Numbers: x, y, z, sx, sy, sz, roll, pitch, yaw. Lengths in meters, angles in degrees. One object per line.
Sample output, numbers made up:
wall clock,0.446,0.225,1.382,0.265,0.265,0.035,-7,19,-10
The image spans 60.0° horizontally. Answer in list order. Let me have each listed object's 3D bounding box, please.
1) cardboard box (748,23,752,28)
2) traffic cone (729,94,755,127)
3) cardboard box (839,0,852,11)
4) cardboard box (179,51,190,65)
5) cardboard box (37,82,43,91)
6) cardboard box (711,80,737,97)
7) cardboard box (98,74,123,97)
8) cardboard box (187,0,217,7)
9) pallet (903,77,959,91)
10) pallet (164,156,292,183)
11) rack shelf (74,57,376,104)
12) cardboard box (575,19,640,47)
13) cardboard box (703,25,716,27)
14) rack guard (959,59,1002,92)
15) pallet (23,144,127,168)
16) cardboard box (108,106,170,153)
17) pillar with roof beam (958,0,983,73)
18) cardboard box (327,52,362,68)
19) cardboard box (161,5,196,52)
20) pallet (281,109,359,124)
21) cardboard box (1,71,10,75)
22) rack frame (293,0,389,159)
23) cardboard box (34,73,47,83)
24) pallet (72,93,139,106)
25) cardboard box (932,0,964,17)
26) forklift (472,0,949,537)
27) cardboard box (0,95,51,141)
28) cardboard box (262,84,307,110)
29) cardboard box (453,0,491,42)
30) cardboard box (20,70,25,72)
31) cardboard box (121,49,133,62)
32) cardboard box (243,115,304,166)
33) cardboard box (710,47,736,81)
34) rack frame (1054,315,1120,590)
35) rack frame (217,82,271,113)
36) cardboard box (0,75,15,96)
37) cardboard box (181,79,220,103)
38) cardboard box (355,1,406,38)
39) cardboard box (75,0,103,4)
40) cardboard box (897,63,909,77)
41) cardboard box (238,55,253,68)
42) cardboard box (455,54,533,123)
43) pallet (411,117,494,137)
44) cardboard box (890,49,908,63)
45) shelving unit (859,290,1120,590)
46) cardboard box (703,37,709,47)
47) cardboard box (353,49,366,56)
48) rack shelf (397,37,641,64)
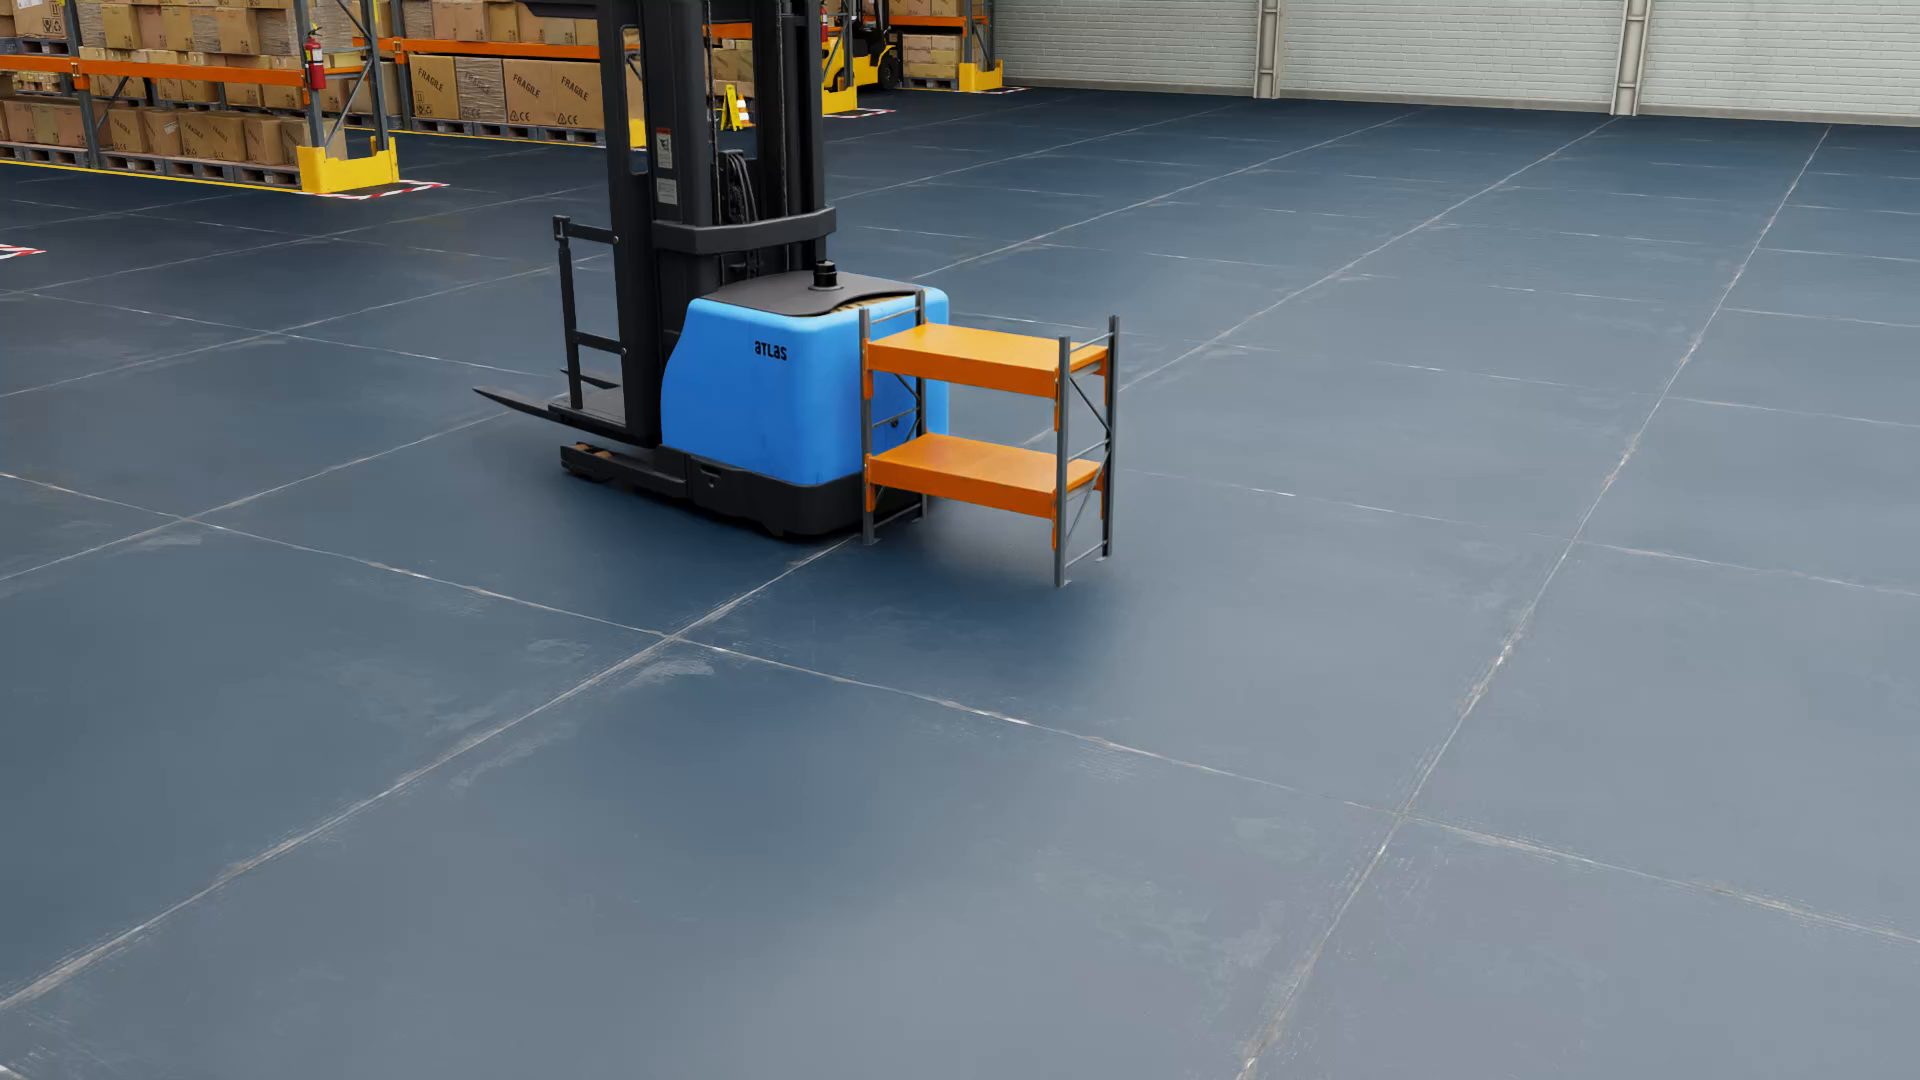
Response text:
cardboard box,-3.208,-8.359,26.878,0.250,0.149,0.380,11,23,28
traffic cone,-3.298,-6.494,25.090,0.334,0.463,0.336,11,23,27
cardboard box,-1.958,-10.260,31.604,0.500,0.500,0.500,11,22,27
cardboard box,-8.776,-5.584,19.230,0.250,0.149,0.380,11,23,27
cardboard box,-15.545,-7.781,28.481,0.250,0.149,0.380,12,23,29
cardboard box,-3.793,-7.519,27.612,0.500,0.250,0.500,10,22,25
cardboard box,-13.872,-7.625,27.535,0.500,0.500,0.500,12,23,30
cardboard box,-8.357,-6.276,18.720,0.500,0.500,0.500,11,23,27
pallet,-0.319,-8.669,31.453,1.213,0.211,1.003,11,23,27
pallet,-8.701,-4.487,19.925,1.213,0.211,1.003,11,23,27
rack shelf,-8.628,-5.431,19.492,4.000,0.370,1.077,11,23,27
cardboard box,-4.720,-7.015,22.584,0.550,0.550,0.875,11,23,27
cardboard box,-4.076,-8.537,27.368,0.250,0.149,0.380,11,23,27
rack guard,0.390,-8.686,31.076,0.348,0.500,1.175,11,23,27
pallet,-11.054,-4.920,21.118,1.213,0.211,1.003,11,23,27
cardboard box,-10.044,-5.045,20.425,0.500,0.500,0.500,10,22,26
pillar with roof beam,-1.899,-11.787,27.164,0.400,9.000,9.100,11,23,27
cardboard box,-7.014,-5.436,18.822,0.250,0.149,0.380,11,23,27
cardboard box,-8.690,-5.953,19.294,0.500,0.500,0.875,11,23,27
pallet,-9.646,-6.559,25.637,1.213,0.211,1.003,11,23,27
cardboard box,-16.393,-8.085,28.884,0.250,0.149,0.380,10,22,25
rack frame,-6.882,-5.436,18.453,0.127,3.000,1.000,11,23,27
cardboard box,-15.523,-7.888,28.340,0.250,0.149,0.380,10,22,25
pallet,-14.170,-7.452,28.098,1.213,0.211,1.003,11,23,27
cardboard box,-0.189,-9.915,30.654,0.500,0.500,0.500,10,22,26
forklift,-1.477,-1.793,8.510,3.031,2.935,1.130,17,26,39
cardboard box,-12.282,-5.512,21.683,0.500,0.500,0.700,13,24,32
cardboard box,-10.106,-7.094,25.706,0.750,0.750,1.050,11,23,28
cardboard box,-6.633,-7.364,23.548,0.550,0.550,0.875,11,23,27
cardboard box,-15.940,-8.146,28.617,0.250,0.149,0.380,12,23,29
cardboard box,-9.666,-5.740,19.660,0.250,0.149,0.380,11,23,27
cardboard box,-7.957,-4.657,19.353,0.500,0.500,0.500,18,27,41
cardboard box,-3.770,-7.871,27.482,0.500,0.500,0.500,10,22,26
rack frame,0.556,-0.386,7.279,0.032,1.125,0.500,12,23,30
rack frame,-11.359,-8.226,26.145,0.127,3.000,1.000,11,23,27
cardboard box,-12.798,-5.963,21.826,0.500,0.250,0.500,14,24,33
cardboard box,-12.061,-7.280,26.586,0.500,0.500,0.500,11,23,27
cardboard box,-8.452,-7.615,24.314,0.500,0.500,0.500,11,22,27
cardboard box,-10.105,-6.608,19.633,0.500,0.500,0.500,11,23,27
cardboard box,-1.057,-8.925,31.487,0.500,0.250,0.500,11,23,28
cardboard box,-7.903,-5.418,18.772,0.250,0.149,0.380,11,23,27
cardboard box,-6.563,-6.486,23.846,0.875,0.875,0.875,11,23,28
pallet,-7.241,-6.101,24.373,1.213,0.211,1.003,11,23,27
cardboard box,-1.102,-9.159,31.398,0.500,0.250,0.500,10,22,26
shelving unit,0.124,-0.477,7.532,1.048,1.125,0.538,12,23,30
cardboard box,-4.391,-8.268,27.625,0.250,0.149,0.380,12,23,30
cardboard box,-11.152,-9.353,31.752,0.875,0.875,0.875,12,23,29
rack shelf,-6.120,-6.890,23.517,4.000,0.370,1.077,11,23,27
